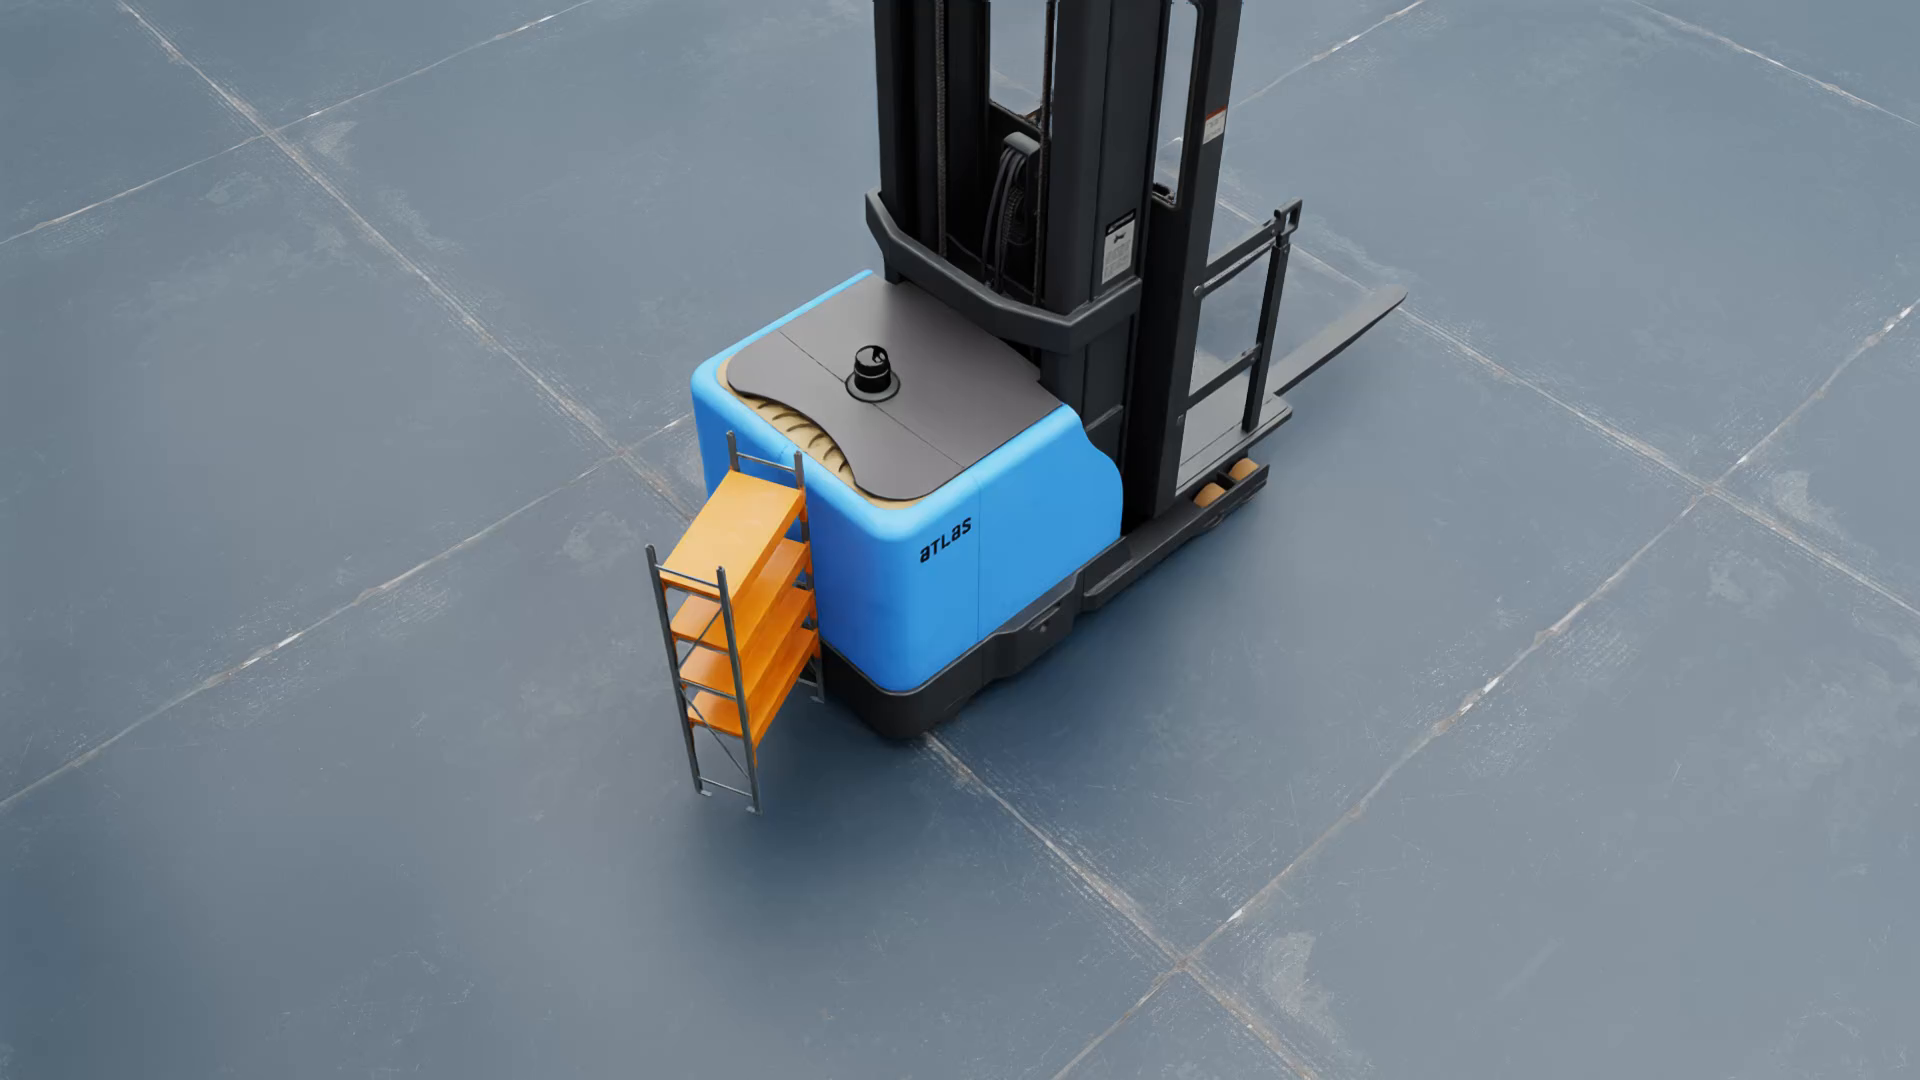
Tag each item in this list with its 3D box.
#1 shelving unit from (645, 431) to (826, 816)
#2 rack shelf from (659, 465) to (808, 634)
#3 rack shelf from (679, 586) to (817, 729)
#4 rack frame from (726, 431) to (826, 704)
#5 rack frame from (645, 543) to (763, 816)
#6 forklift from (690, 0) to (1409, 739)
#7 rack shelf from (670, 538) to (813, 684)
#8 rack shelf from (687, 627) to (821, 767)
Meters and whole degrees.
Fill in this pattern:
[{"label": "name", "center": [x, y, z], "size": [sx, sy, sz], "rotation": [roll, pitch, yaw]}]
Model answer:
[{"label": "shelving unit", "center": [-0.667, 0.287, 5.168], "size": [0.258, 1.200, 0.503], "rotation": [16, 49, 15]}, {"label": "rack shelf", "center": [-0.667, 0.021, 4.880], "size": [0.258, 0.148, 0.480], "rotation": [16, 49, 15]}, {"label": "rack shelf", "center": [-0.667, 0.333, 5.218], "size": [0.258, 0.148, 0.480], "rotation": [16, 49, 15]}, {"label": "rack frame", "center": [-0.576, 0.121, 5.322], "size": [0.240, 1.200, 0.015], "rotation": [16, 49, 15]}, {"label": "rack frame", "center": [-0.758, 0.454, 5.015], "size": [0.240, 1.200, 0.015], "rotation": [16, 49, 15]}, {"label": "forklift", "center": [0.538, -1.294, 5.450], "size": [3.031, 2.935, 1.130], "rotation": [-35, 56, -28]}, {"label": "rack shelf", "center": [-0.667, 0.181, 5.053], "size": [0.258, 0.148, 0.480], "rotation": [16, 49, 15]}, {"label": "rack shelf", "center": [-0.667, 0.468, 5.364], "size": [0.258, 0.148, 0.480], "rotation": [16, 49, 15]}]
